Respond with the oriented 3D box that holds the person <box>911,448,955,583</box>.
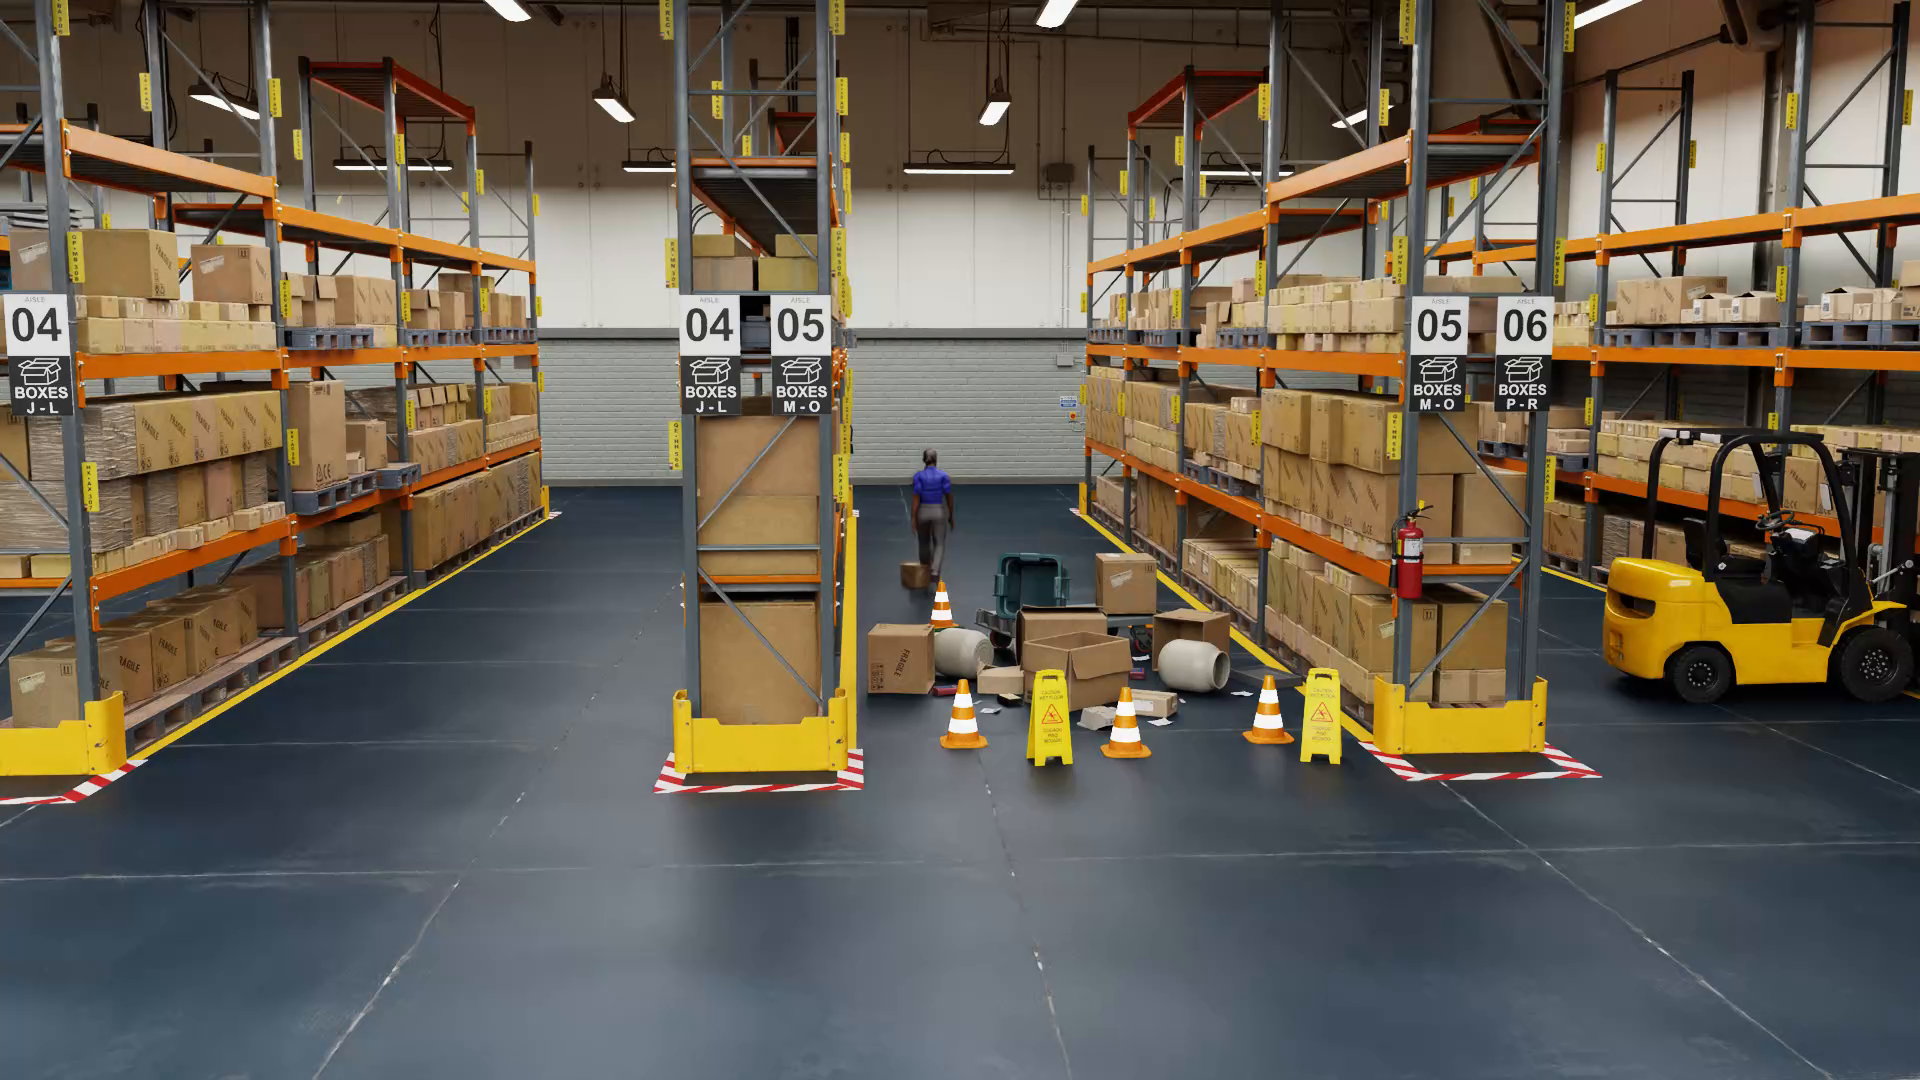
[{"bbox_3d":[-0.316,-0.265,19.408,0.497,1.611,0.947,0,7,2],"label":"person"}]
